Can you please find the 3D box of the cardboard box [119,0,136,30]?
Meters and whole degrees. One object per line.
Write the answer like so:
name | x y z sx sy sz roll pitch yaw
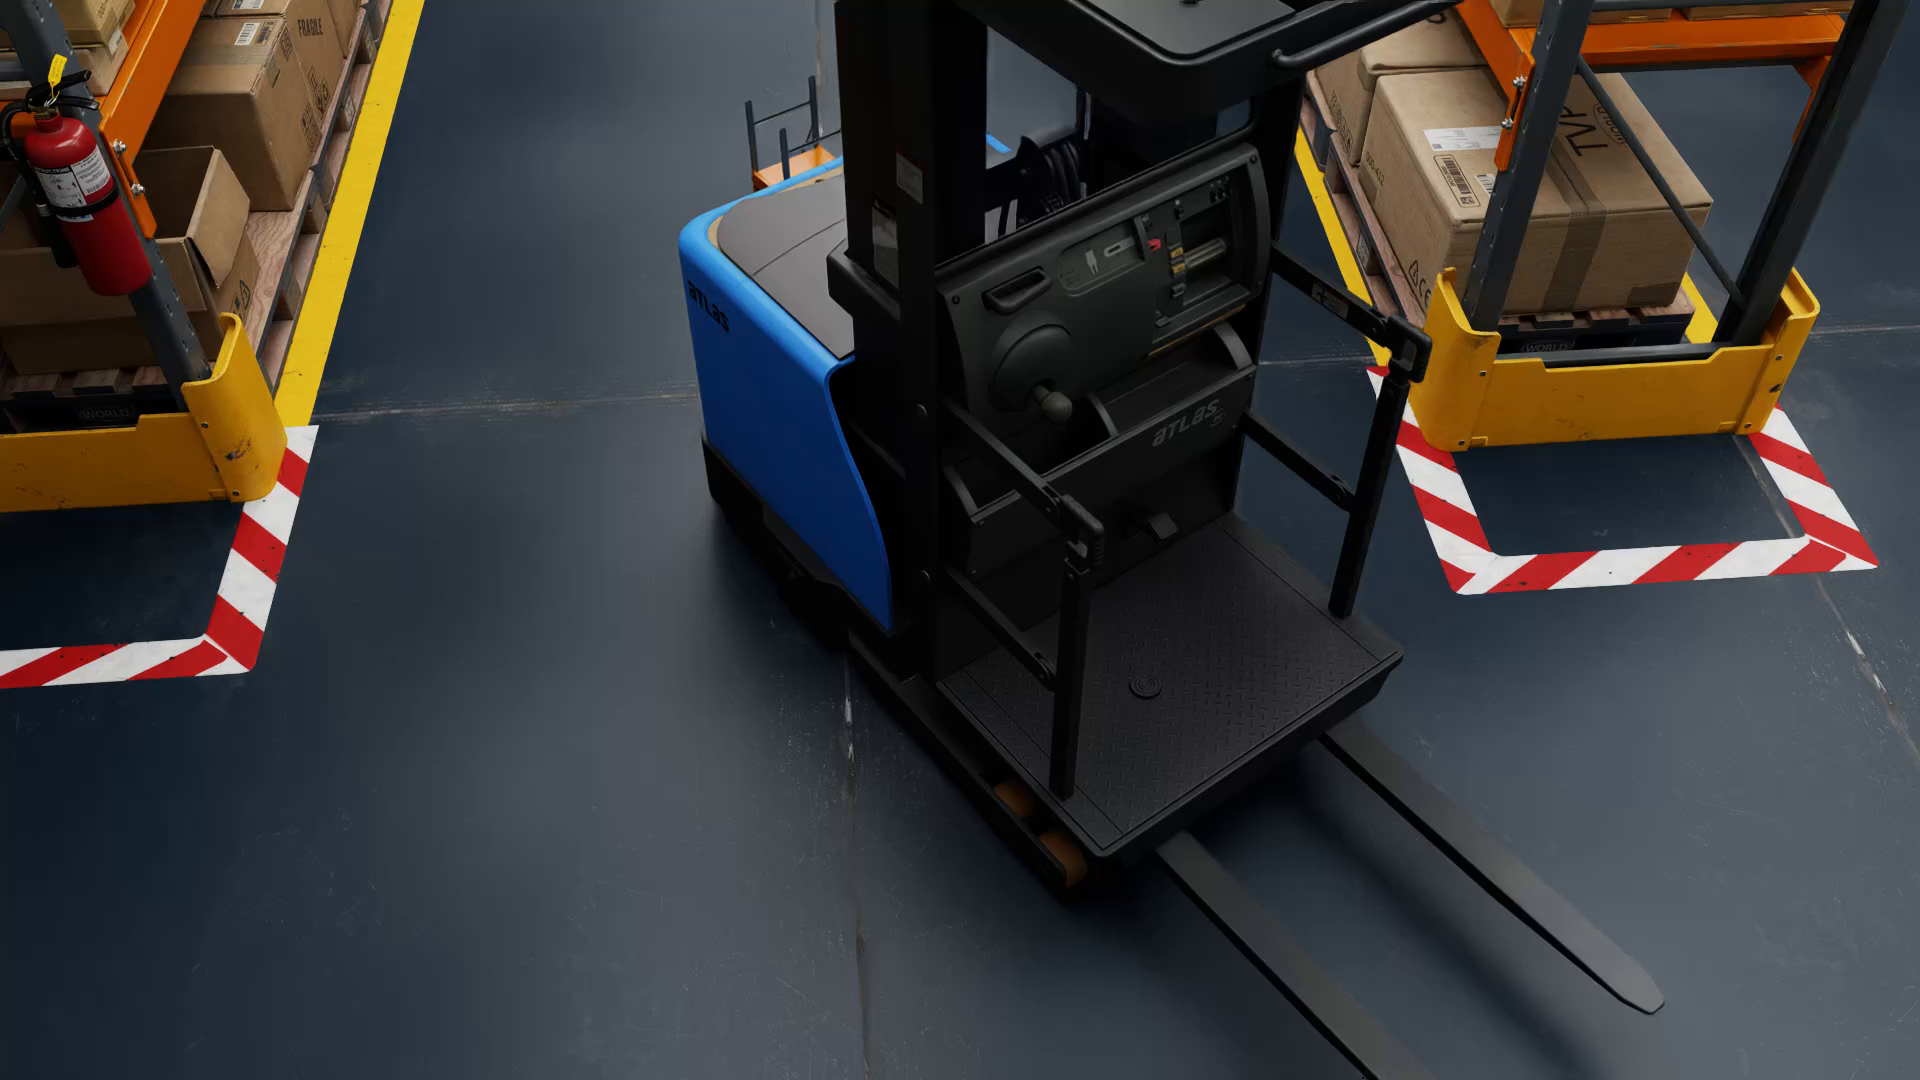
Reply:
cardboard box | -2.639 -1.543 4.819 0.380 0.149 0.250 -2 47 -2

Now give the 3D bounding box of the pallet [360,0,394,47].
pallet | -3.096 -2.632 7.598 1.003 0.211 1.213 -3 47 -3

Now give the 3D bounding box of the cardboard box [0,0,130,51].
cardboard box | -2.587 -1.589 4.588 0.500 0.250 0.500 -3 47 -3

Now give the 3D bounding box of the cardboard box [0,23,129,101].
cardboard box | -2.572 -1.362 4.647 0.380 0.149 0.250 -4 47 -4

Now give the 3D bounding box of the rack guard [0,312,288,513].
rack guard | -2.824 -0.389 5.274 1.175 0.500 0.348 -3 47 -3

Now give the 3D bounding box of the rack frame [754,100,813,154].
rack frame | -0.525 -0.903 5.279 0.228 1.046 0.002 -29 53 -24

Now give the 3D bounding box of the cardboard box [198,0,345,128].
cardboard box | -2.752 -1.936 6.450 0.500 0.500 0.500 -3 47 -3

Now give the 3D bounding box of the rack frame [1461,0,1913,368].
rack frame | 2.128 -1.498 4.603 1.000 3.000 0.127 -3 47 -3

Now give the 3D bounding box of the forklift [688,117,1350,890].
forklift | 14.639 -6.039 4.772 29.450 9.000 12.285 -29 53 -24

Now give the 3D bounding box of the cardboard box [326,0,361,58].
cardboard box | -2.894 -2.299 6.794 0.700 0.500 0.500 -5 47 -5

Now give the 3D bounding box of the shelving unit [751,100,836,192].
shelving unit | -0.470 -0.851 5.230 0.258 1.046 0.183 -29 53 -24

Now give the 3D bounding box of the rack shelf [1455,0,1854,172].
rack shelf | 1.961 -2.698 6.235 1.077 0.370 4.000 -3 47 -3

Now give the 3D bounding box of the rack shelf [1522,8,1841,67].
rack shelf | 4.423 -4.580 4.622 5.869 4.714 3.910 -3 47 -3

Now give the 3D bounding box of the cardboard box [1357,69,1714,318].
cardboard box | 1.974 -1.233 5.827 0.875 0.438 0.875 -5 47 -5

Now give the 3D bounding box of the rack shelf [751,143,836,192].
rack shelf | -0.469 -1.067 5.000 0.258 0.103 0.180 -29 53 -24

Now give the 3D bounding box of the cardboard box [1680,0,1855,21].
cardboard box | 2.374 -1.897 4.912 0.500 0.500 0.500 -4 47 -4

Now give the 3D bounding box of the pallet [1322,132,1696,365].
pallet | 1.984 -1.113 6.159 1.003 0.211 1.213 -3 47 -3

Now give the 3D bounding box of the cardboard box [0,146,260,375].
cardboard box | -2.774 -0.928 5.493 0.797 0.503 0.637 -5 47 -5
